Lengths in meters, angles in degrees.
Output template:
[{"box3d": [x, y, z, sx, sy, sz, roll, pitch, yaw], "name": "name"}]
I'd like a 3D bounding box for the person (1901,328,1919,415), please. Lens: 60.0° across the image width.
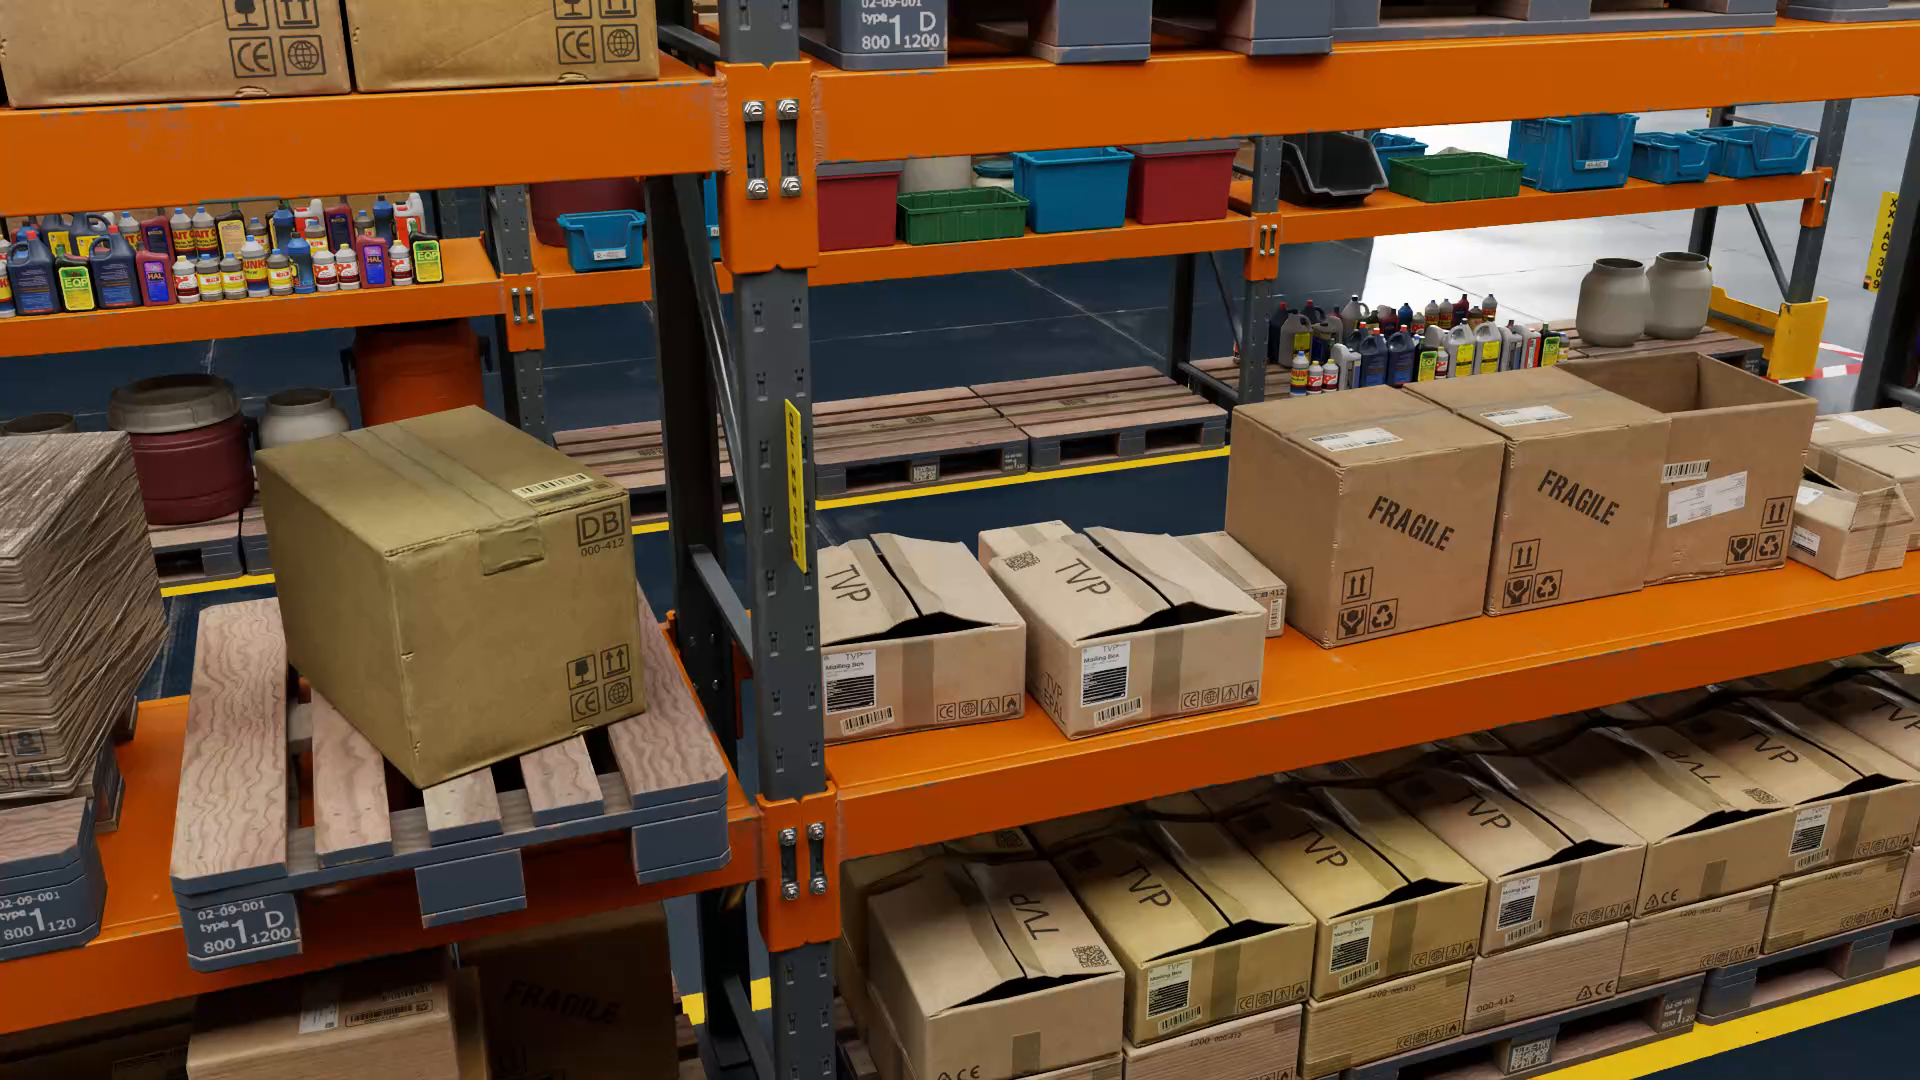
[{"box3d": [4.304, -0.514, 7.285, 0.549, 1.647, 0.456, -7, 24, -16], "name": "person"}]
